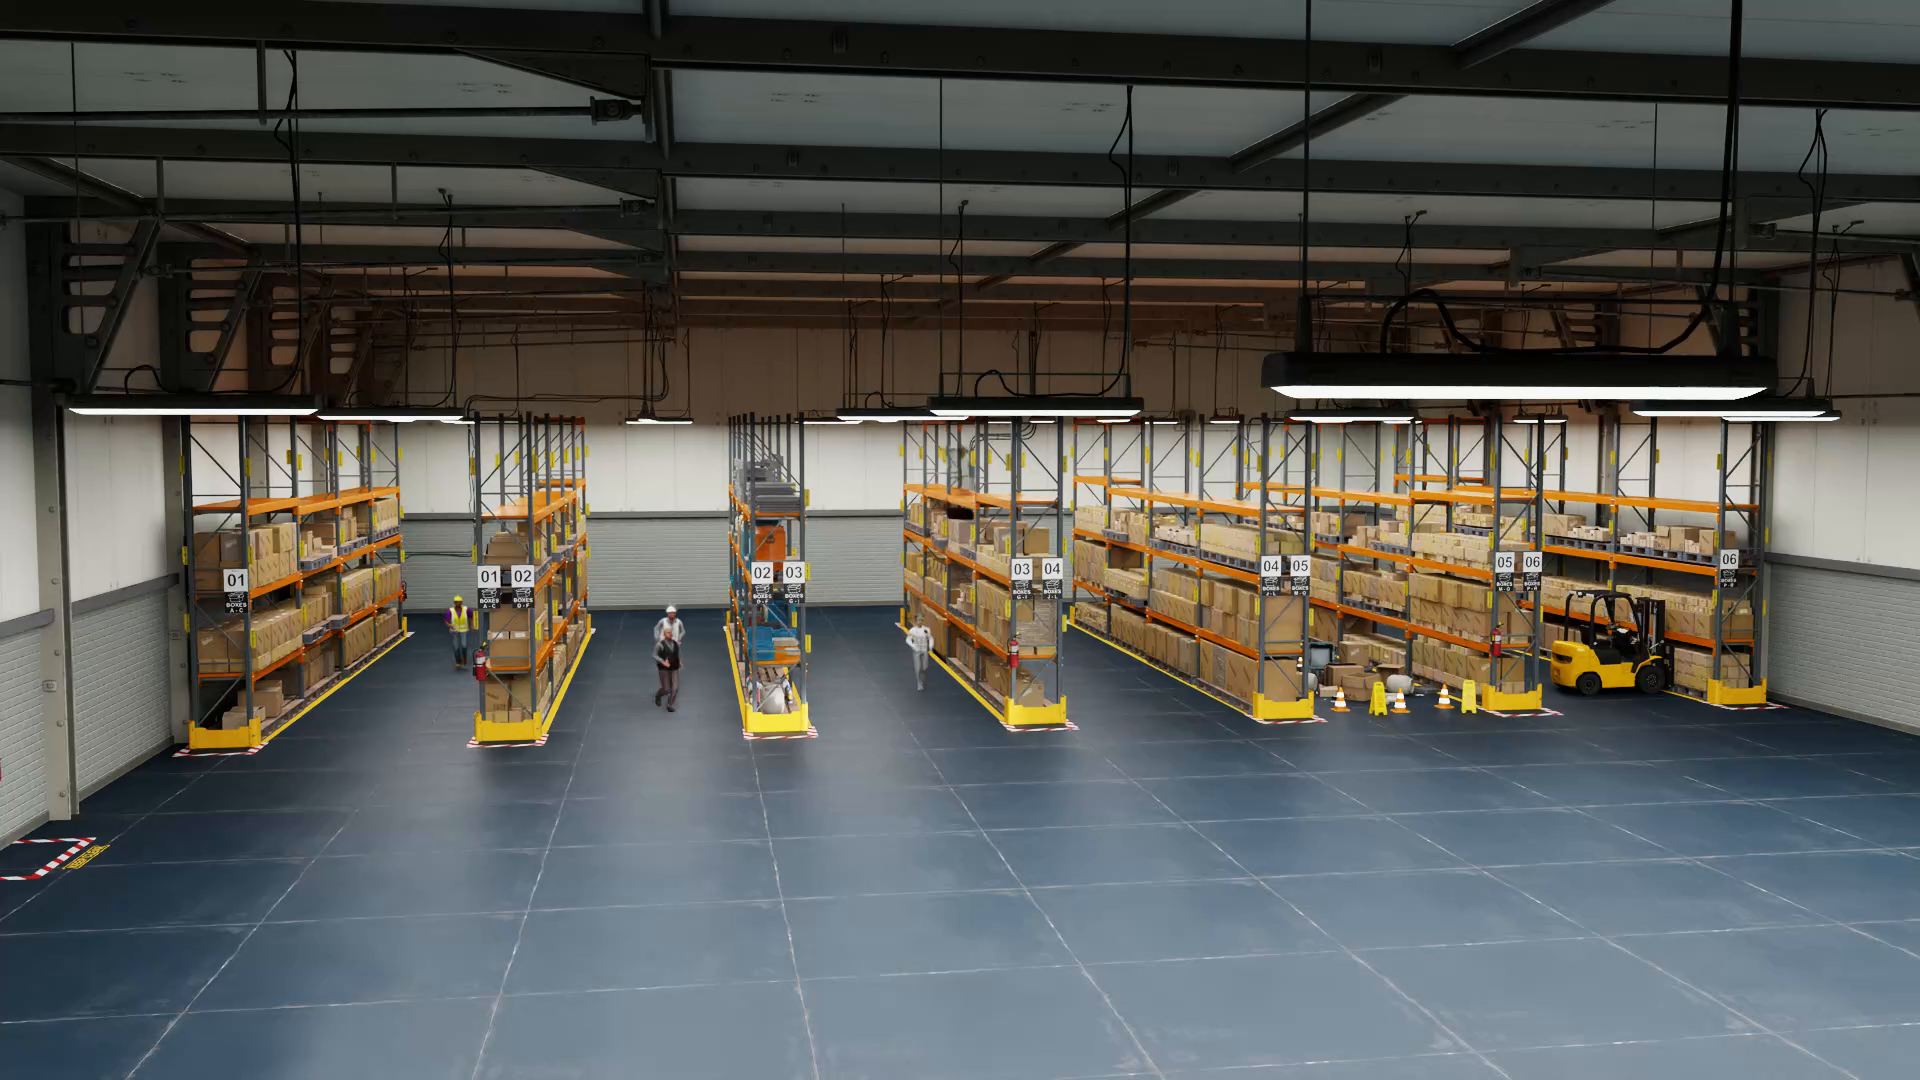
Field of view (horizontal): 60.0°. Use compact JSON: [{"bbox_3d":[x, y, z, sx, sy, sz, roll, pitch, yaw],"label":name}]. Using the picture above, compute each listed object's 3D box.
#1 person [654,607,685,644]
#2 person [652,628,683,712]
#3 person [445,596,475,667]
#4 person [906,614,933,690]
[{"bbox_3d":[-6.504,2.346,37.292,0.690,1.733,0.694,-1,4,-9],"label":"person"},{"bbox_3d":[-5.875,2.608,33.439,0.654,1.681,0.654,-3,5,-38],"label":"person"},{"bbox_3d":[-11.831,2.176,39.327,0.682,1.716,0.699,-1,4,-18],"label":"person"},{"bbox_3d":[-0.872,2.434,36.374,0.616,1.660,0.554,-1,4,-9],"label":"person"}]
